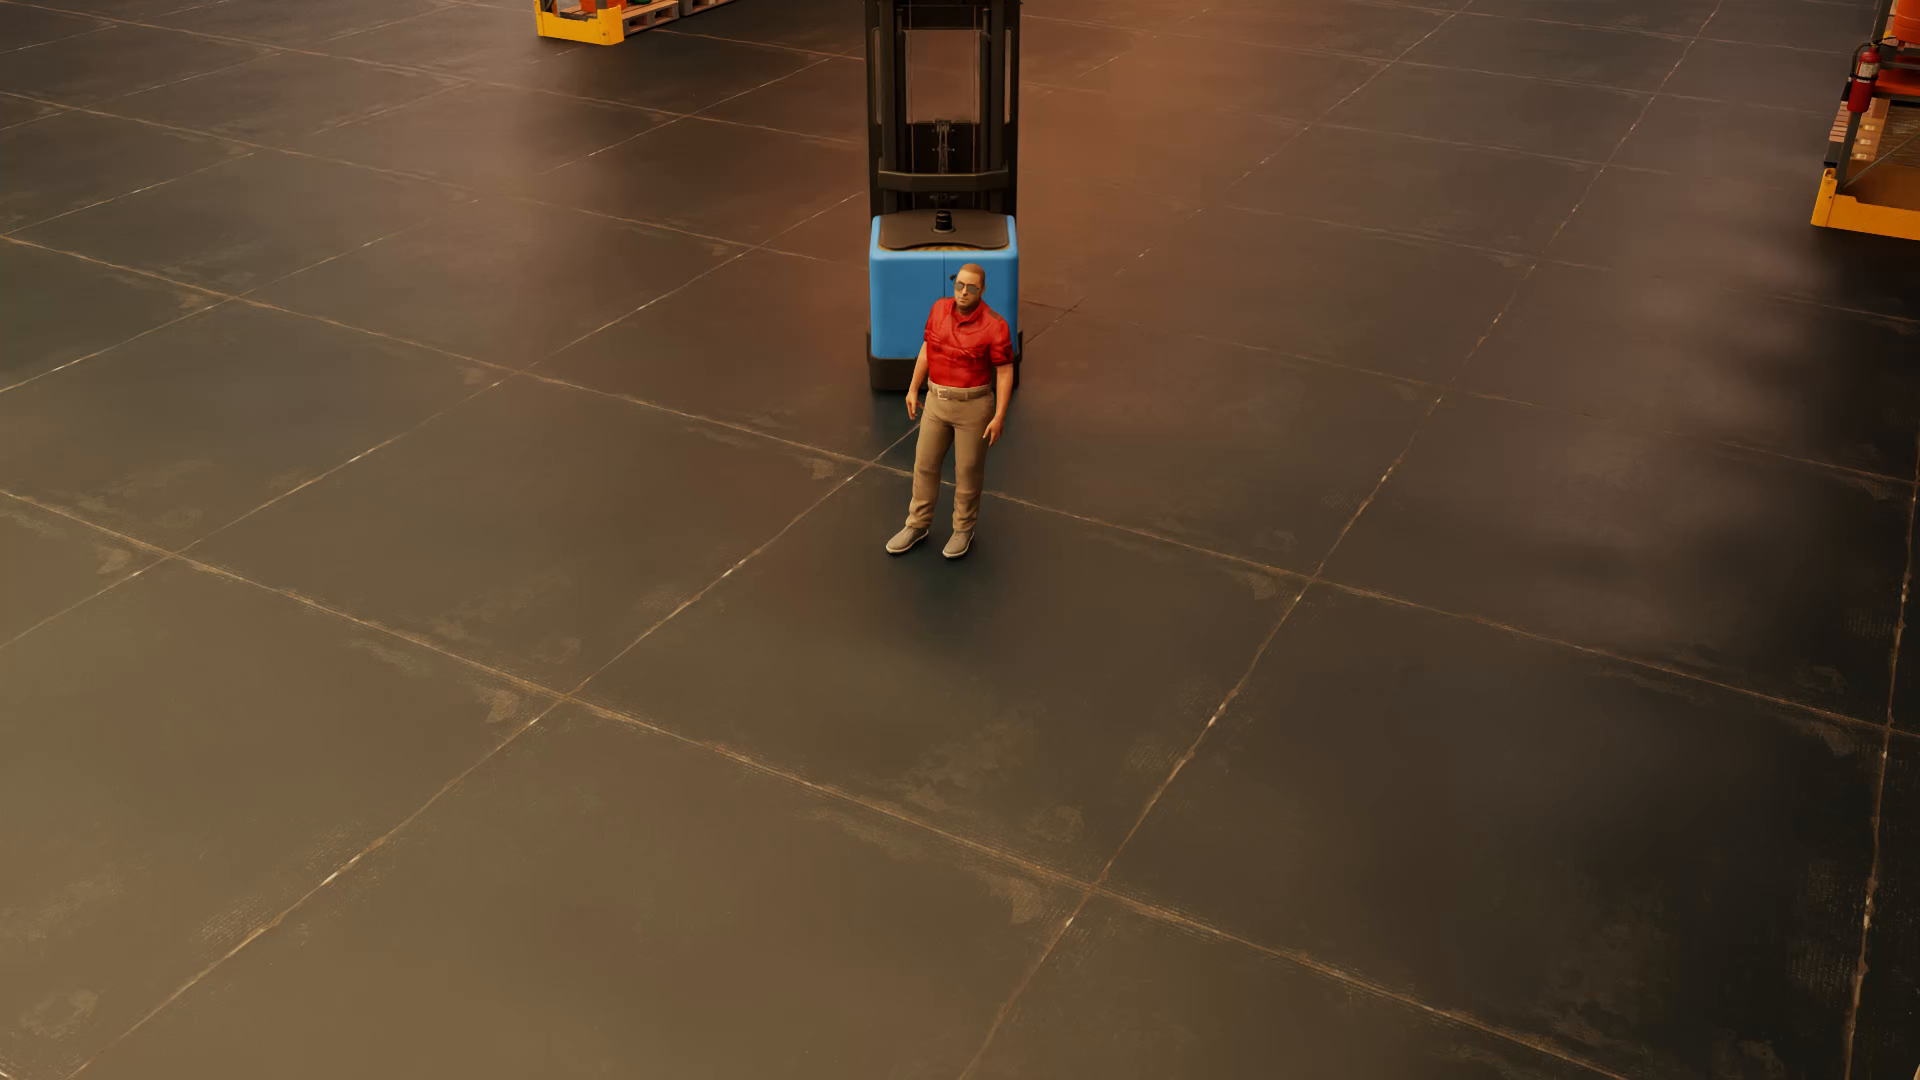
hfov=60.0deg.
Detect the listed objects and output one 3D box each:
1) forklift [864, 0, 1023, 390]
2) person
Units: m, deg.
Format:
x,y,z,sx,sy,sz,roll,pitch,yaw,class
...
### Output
x,y,z,sx,sy,sz,roll,pitch,yaw,class
-0.127,-3.017,12.298,1.130,2.935,3.031,0,30,-1,forklift
-0.054,-0.718,9.504,0.640,1.727,0.551,15,33,25,person
